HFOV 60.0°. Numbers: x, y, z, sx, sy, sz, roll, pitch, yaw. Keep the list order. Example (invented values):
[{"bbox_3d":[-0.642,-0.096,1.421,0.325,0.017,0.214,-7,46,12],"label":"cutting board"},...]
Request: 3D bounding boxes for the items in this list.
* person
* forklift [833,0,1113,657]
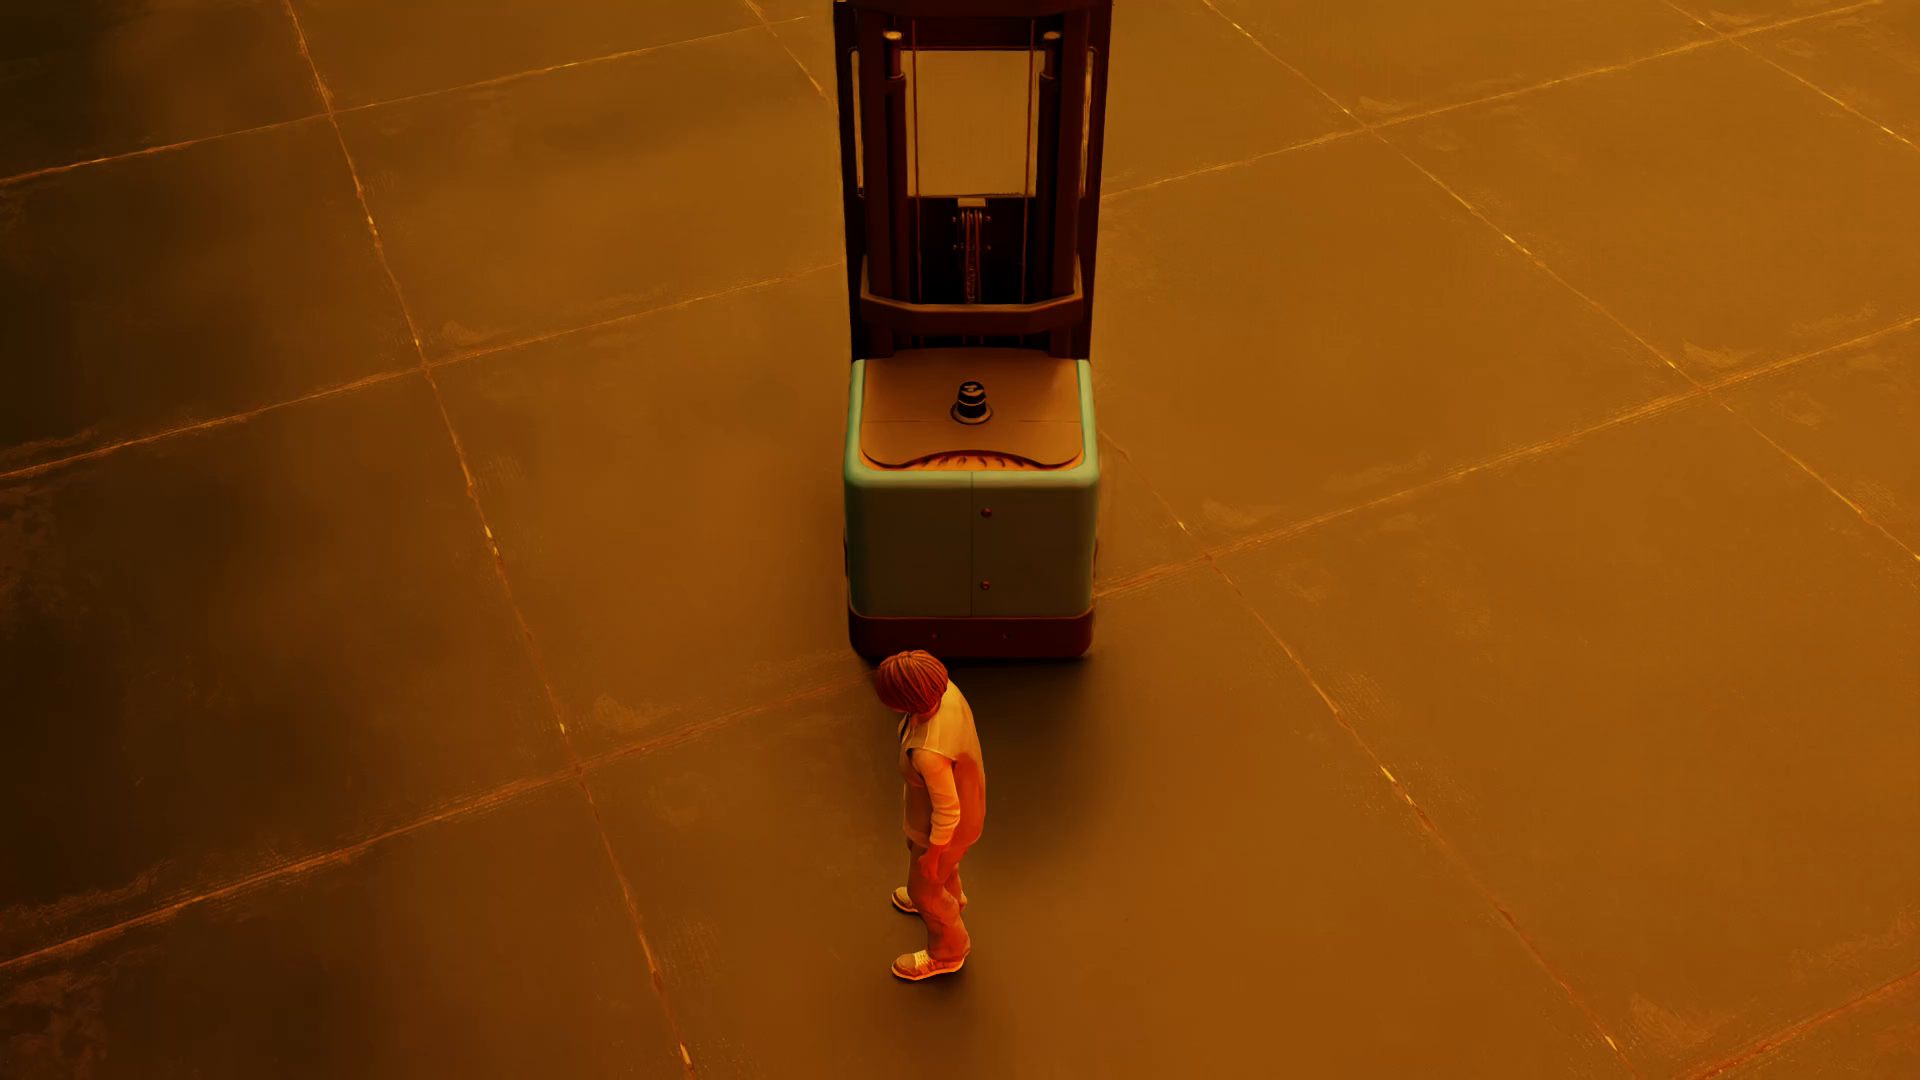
[{"bbox_3d":[-0.090,0.932,5.672,0.349,1.580,0.469,-1,43,-1],"label":"person"},{"bbox_3d":[0.049,-1.545,7.336,1.130,2.935,3.031,0,43,0],"label":"forklift"}]
